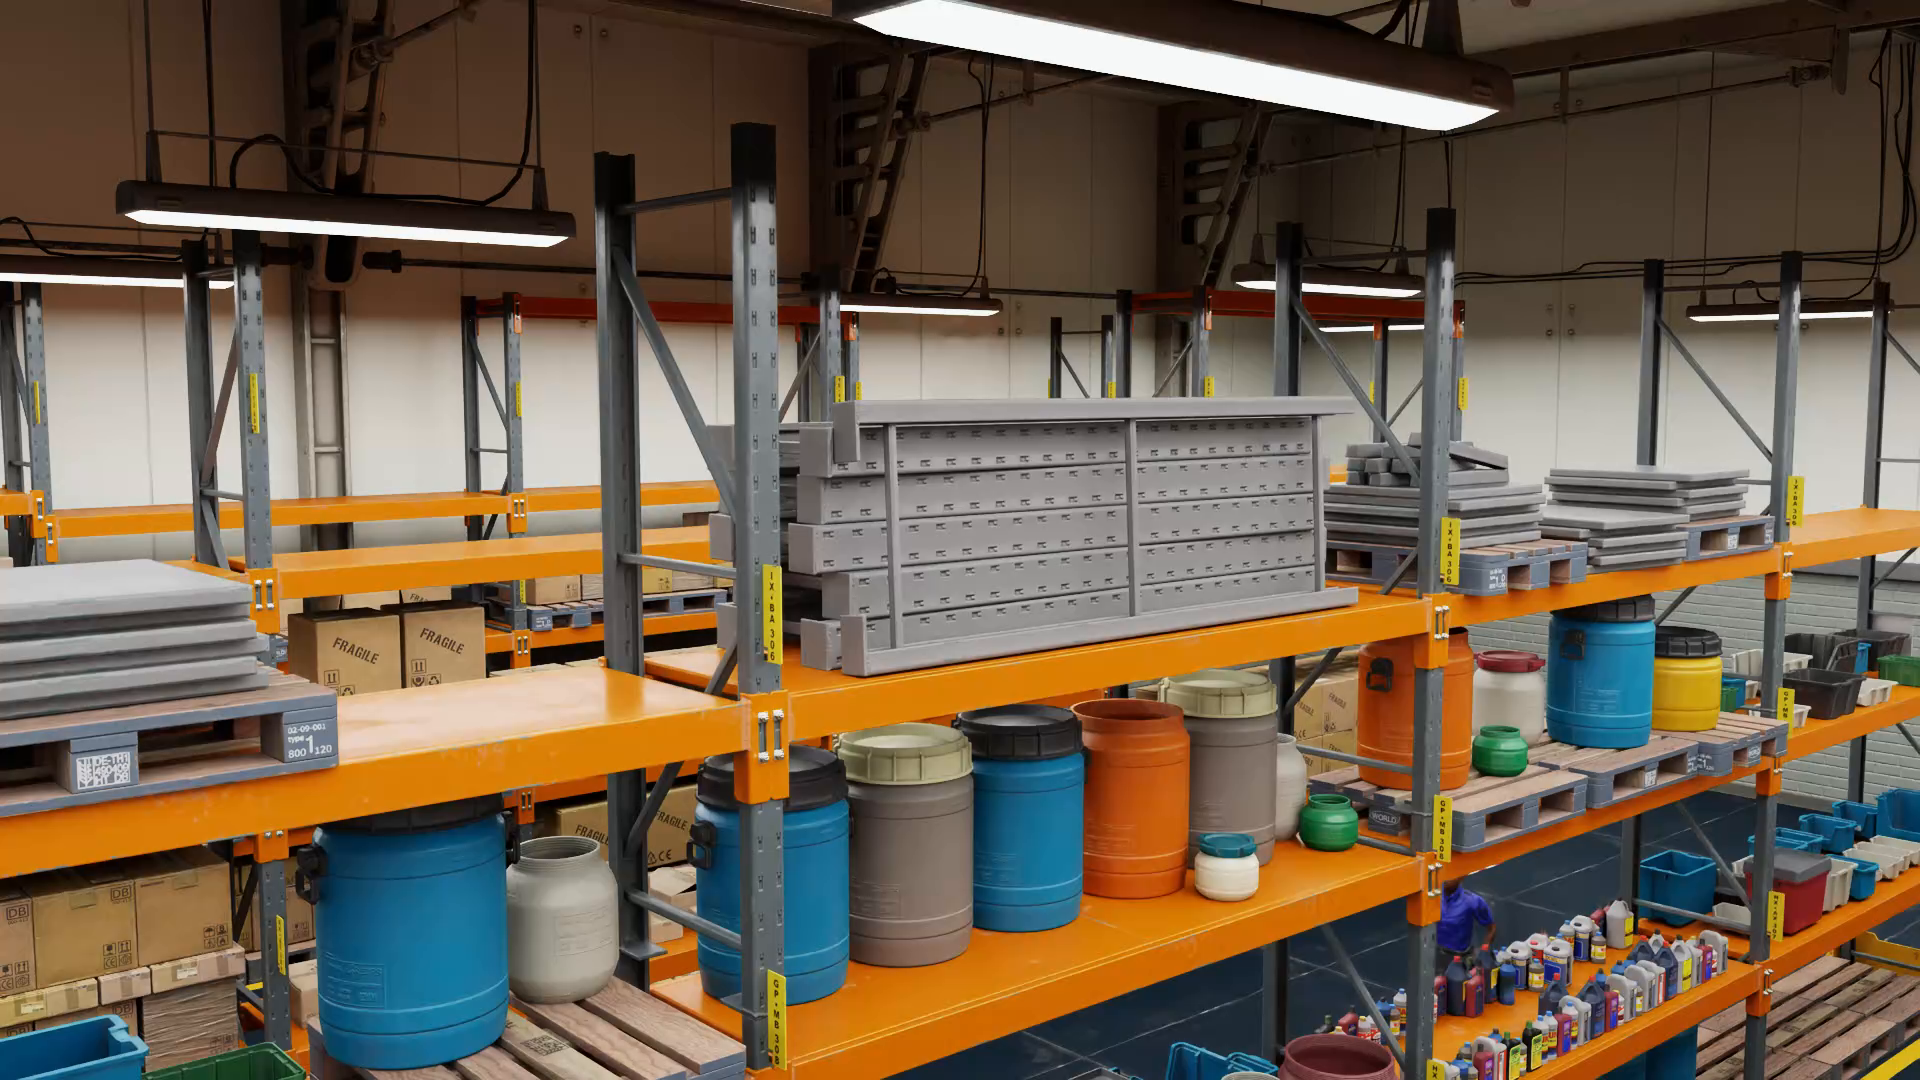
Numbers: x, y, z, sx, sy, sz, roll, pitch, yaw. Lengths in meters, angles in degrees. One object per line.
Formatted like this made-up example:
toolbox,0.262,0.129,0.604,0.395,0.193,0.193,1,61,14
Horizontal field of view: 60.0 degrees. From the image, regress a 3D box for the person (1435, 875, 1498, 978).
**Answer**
person,3.753,3.187,12.558,0.761,1.637,0.600,-5,7,-40
